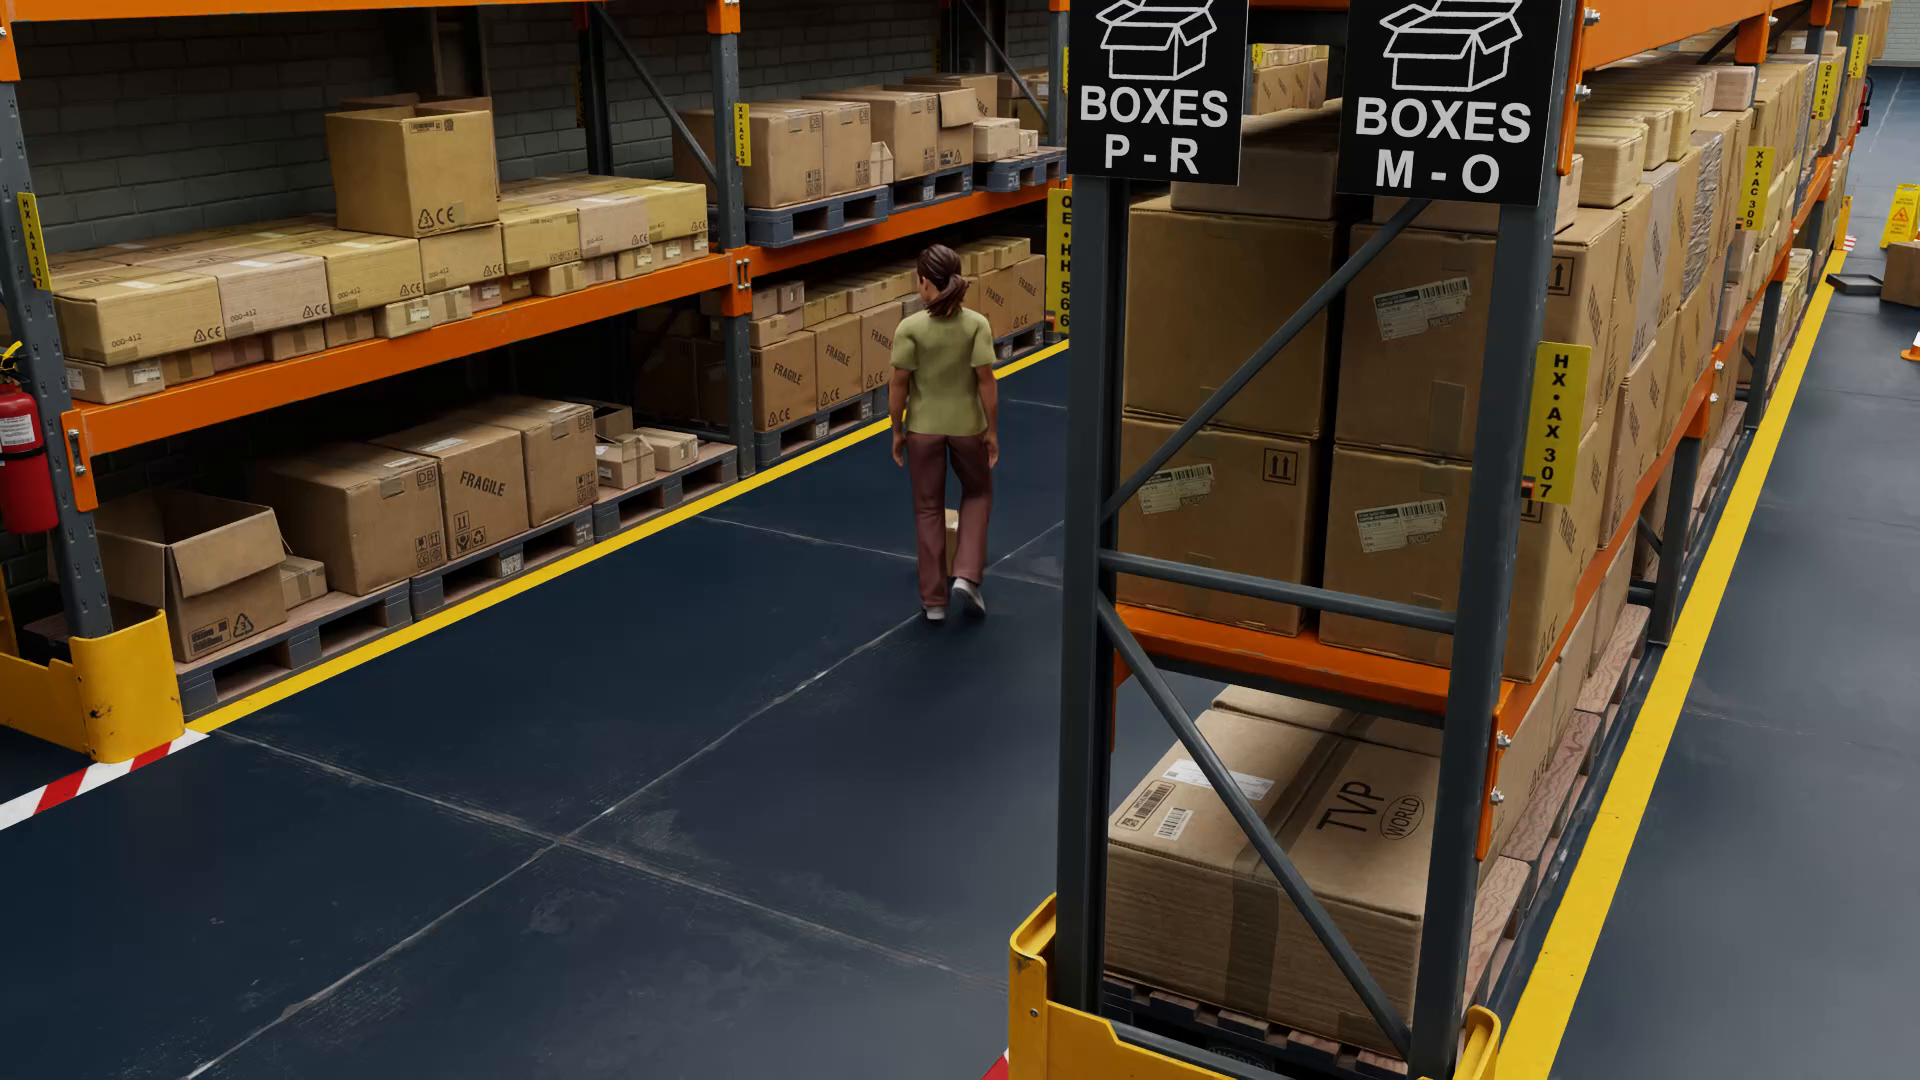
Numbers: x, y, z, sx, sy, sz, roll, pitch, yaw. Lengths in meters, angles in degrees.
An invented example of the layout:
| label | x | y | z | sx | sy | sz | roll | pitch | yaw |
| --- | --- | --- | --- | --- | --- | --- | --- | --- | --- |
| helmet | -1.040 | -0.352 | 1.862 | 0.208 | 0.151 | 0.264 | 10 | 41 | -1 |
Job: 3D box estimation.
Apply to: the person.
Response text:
| label | x | y | z | sx | sy | sz | roll | pitch | yaw |
| --- | --- | --- | --- | --- | --- | --- | --- | --- | --- |
| person | -0.075 | -0.443 | 7.315 | 0.475 | 1.715 | 0.438 | -1 | 20 | -4 |
